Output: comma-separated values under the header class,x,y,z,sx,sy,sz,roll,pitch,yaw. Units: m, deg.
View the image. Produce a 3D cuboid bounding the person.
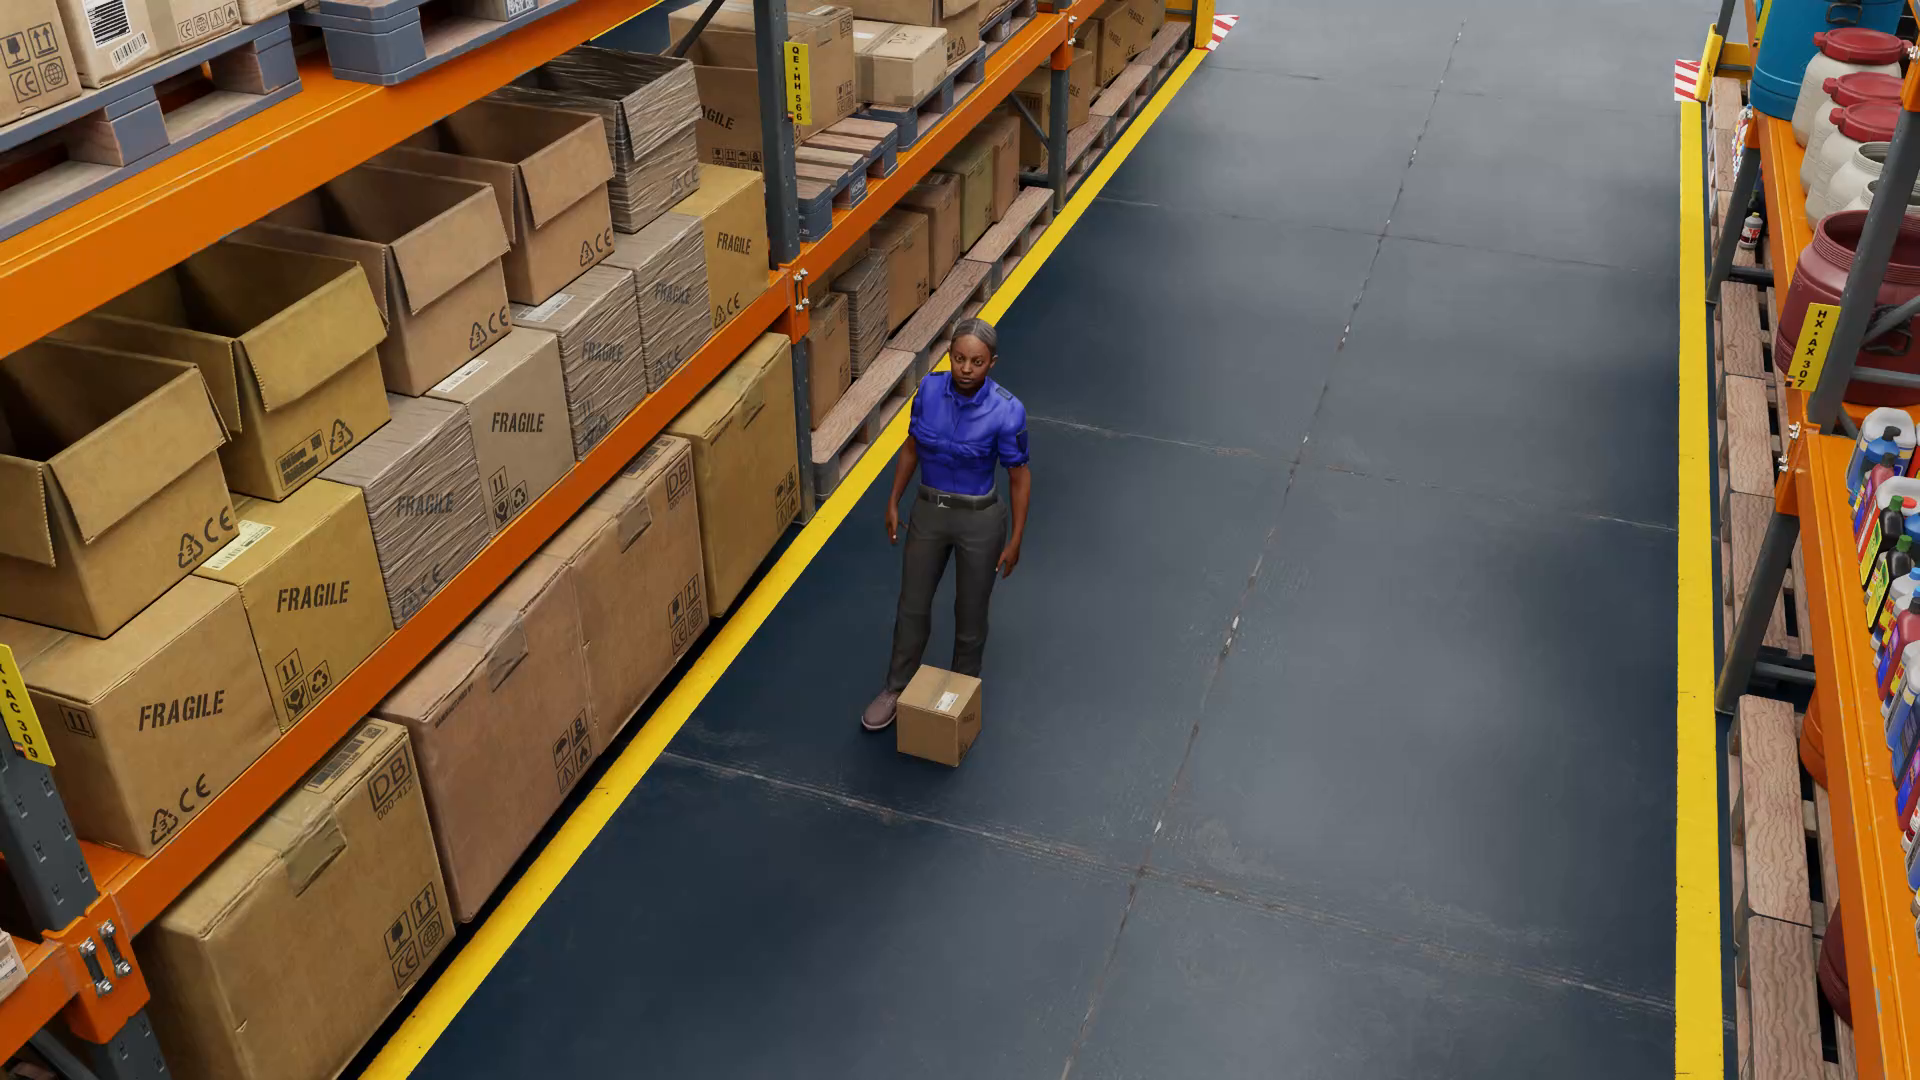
class,x,y,z,sx,sy,sz,roll,pitch,yaw
person,-0.051,-0.019,6.159,0.569,1.654,0.504,13,36,19
